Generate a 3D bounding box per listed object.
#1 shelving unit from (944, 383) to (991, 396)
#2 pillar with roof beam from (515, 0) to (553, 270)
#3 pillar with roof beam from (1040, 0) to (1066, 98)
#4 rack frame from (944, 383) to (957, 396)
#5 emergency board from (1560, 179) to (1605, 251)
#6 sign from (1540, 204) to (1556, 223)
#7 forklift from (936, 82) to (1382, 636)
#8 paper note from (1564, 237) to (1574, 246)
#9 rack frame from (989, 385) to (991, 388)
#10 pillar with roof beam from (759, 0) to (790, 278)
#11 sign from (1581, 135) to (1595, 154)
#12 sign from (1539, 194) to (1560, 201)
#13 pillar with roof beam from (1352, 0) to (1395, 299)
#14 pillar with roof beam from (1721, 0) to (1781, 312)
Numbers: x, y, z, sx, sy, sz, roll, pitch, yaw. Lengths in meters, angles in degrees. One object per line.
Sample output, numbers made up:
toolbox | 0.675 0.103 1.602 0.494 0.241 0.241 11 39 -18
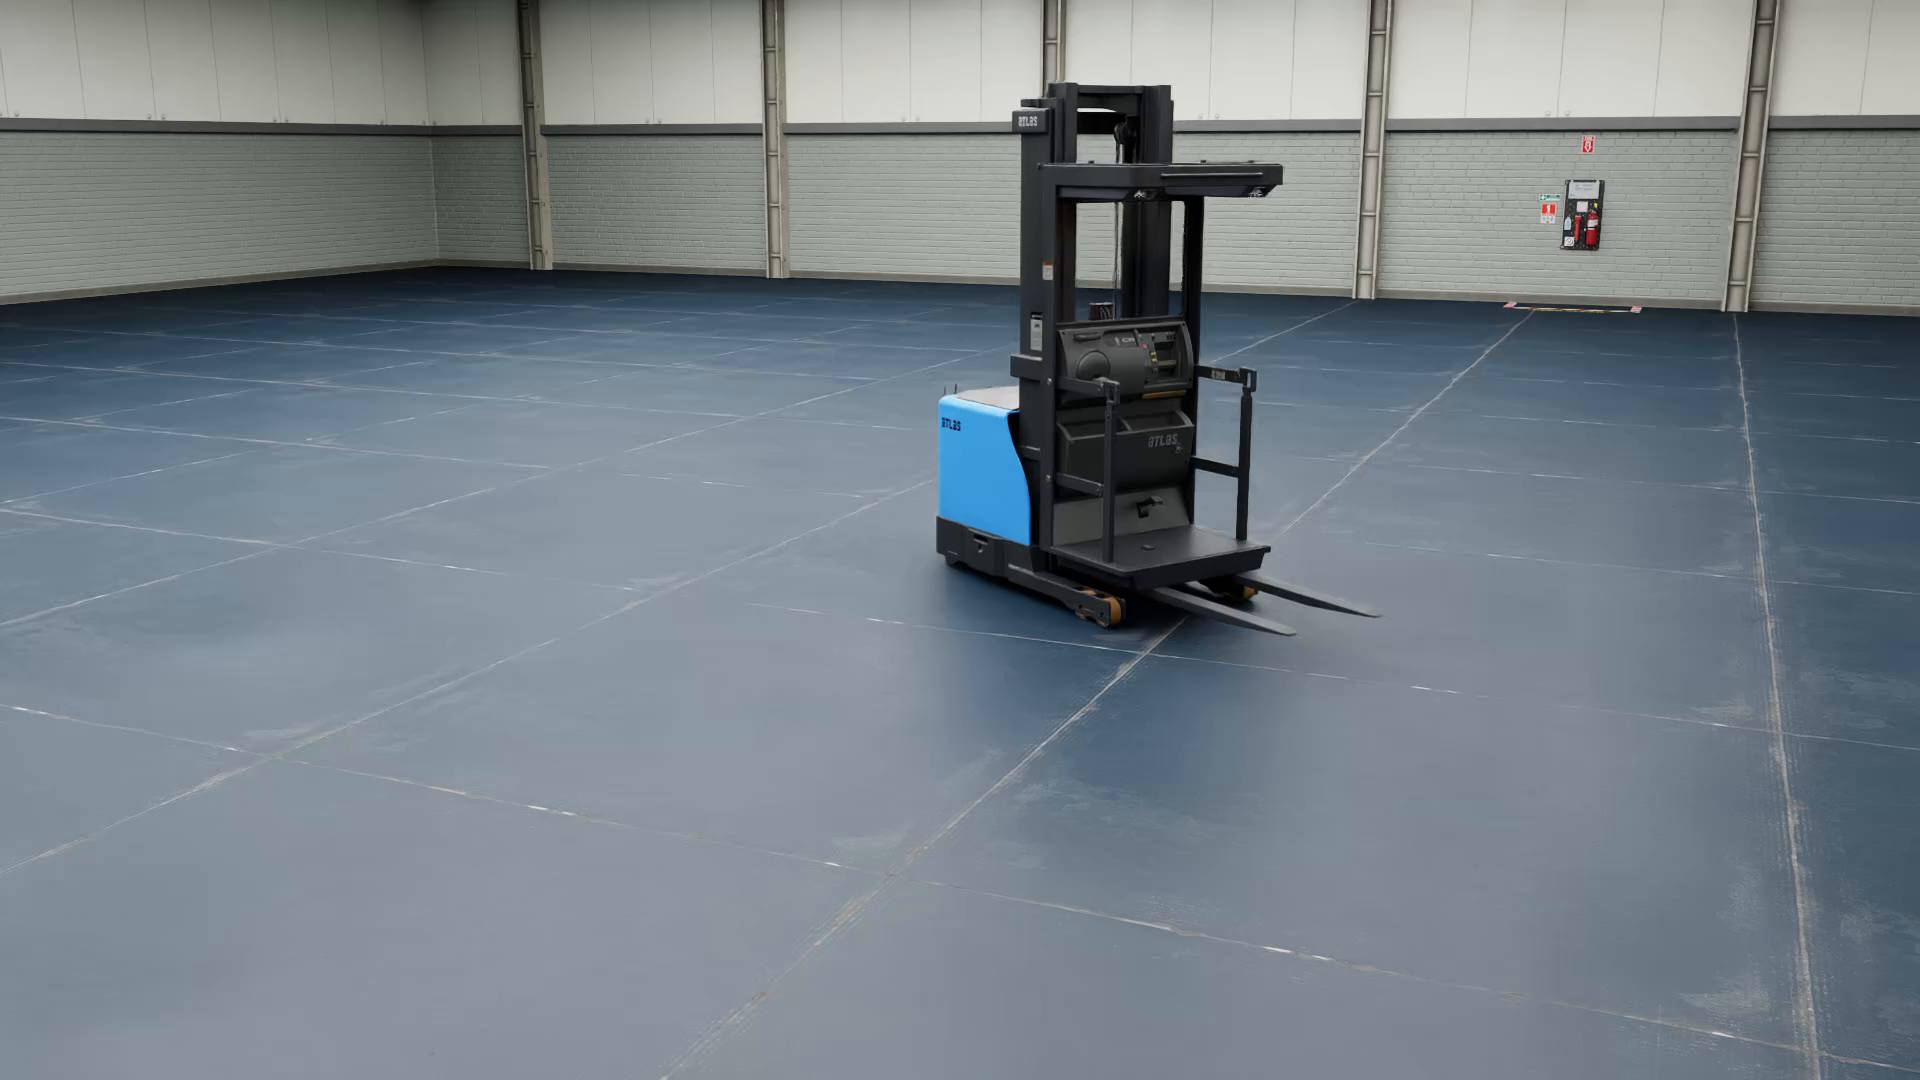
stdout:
shelving unit | 0.049 -0.506 11.114 0.252 1.050 0.215 6 14 23
pillar with roof beam | -10.983 -9.464 31.887 0.400 9.000 9.100 6 14 23
pillar with roof beam | -0.011 -8.353 27.155 0.400 9.000 9.100 6 14 23
rack frame | -0.063 -0.517 11.162 0.008 1.050 0.200 6 14 23
emergency board | 10.460 -5.458 27.949 0.643 1.169 0.194 6 14 23
sign | 9.996 -5.548 28.255 0.234 0.329 0.001 6 14 23
forklift | 1.081 -1.068 9.392 1.130 2.935 3.031 -9 16 -32
paper note | 10.326 -5.060 28.181 0.142 0.148 0.016 6 14 23
rack frame | 0.160 -0.495 11.066 0.008 1.050 0.200 6 14 23
pillar with roof beam | -5.497 -8.908 29.521 0.400 9.000 9.100 6 14 23
sign | 10.493 -6.608 27.776 0.199 0.298 0.001 6 14 23
sign | 9.997 -5.804 28.184 0.331 0.109 0.001 6 14 23
pillar with roof beam | 5.475 -7.798 24.789 0.400 9.000 9.100 6 14 23
pillar with roof beam | 10.960 -7.243 22.423 0.400 9.000 9.100 6 14 23
